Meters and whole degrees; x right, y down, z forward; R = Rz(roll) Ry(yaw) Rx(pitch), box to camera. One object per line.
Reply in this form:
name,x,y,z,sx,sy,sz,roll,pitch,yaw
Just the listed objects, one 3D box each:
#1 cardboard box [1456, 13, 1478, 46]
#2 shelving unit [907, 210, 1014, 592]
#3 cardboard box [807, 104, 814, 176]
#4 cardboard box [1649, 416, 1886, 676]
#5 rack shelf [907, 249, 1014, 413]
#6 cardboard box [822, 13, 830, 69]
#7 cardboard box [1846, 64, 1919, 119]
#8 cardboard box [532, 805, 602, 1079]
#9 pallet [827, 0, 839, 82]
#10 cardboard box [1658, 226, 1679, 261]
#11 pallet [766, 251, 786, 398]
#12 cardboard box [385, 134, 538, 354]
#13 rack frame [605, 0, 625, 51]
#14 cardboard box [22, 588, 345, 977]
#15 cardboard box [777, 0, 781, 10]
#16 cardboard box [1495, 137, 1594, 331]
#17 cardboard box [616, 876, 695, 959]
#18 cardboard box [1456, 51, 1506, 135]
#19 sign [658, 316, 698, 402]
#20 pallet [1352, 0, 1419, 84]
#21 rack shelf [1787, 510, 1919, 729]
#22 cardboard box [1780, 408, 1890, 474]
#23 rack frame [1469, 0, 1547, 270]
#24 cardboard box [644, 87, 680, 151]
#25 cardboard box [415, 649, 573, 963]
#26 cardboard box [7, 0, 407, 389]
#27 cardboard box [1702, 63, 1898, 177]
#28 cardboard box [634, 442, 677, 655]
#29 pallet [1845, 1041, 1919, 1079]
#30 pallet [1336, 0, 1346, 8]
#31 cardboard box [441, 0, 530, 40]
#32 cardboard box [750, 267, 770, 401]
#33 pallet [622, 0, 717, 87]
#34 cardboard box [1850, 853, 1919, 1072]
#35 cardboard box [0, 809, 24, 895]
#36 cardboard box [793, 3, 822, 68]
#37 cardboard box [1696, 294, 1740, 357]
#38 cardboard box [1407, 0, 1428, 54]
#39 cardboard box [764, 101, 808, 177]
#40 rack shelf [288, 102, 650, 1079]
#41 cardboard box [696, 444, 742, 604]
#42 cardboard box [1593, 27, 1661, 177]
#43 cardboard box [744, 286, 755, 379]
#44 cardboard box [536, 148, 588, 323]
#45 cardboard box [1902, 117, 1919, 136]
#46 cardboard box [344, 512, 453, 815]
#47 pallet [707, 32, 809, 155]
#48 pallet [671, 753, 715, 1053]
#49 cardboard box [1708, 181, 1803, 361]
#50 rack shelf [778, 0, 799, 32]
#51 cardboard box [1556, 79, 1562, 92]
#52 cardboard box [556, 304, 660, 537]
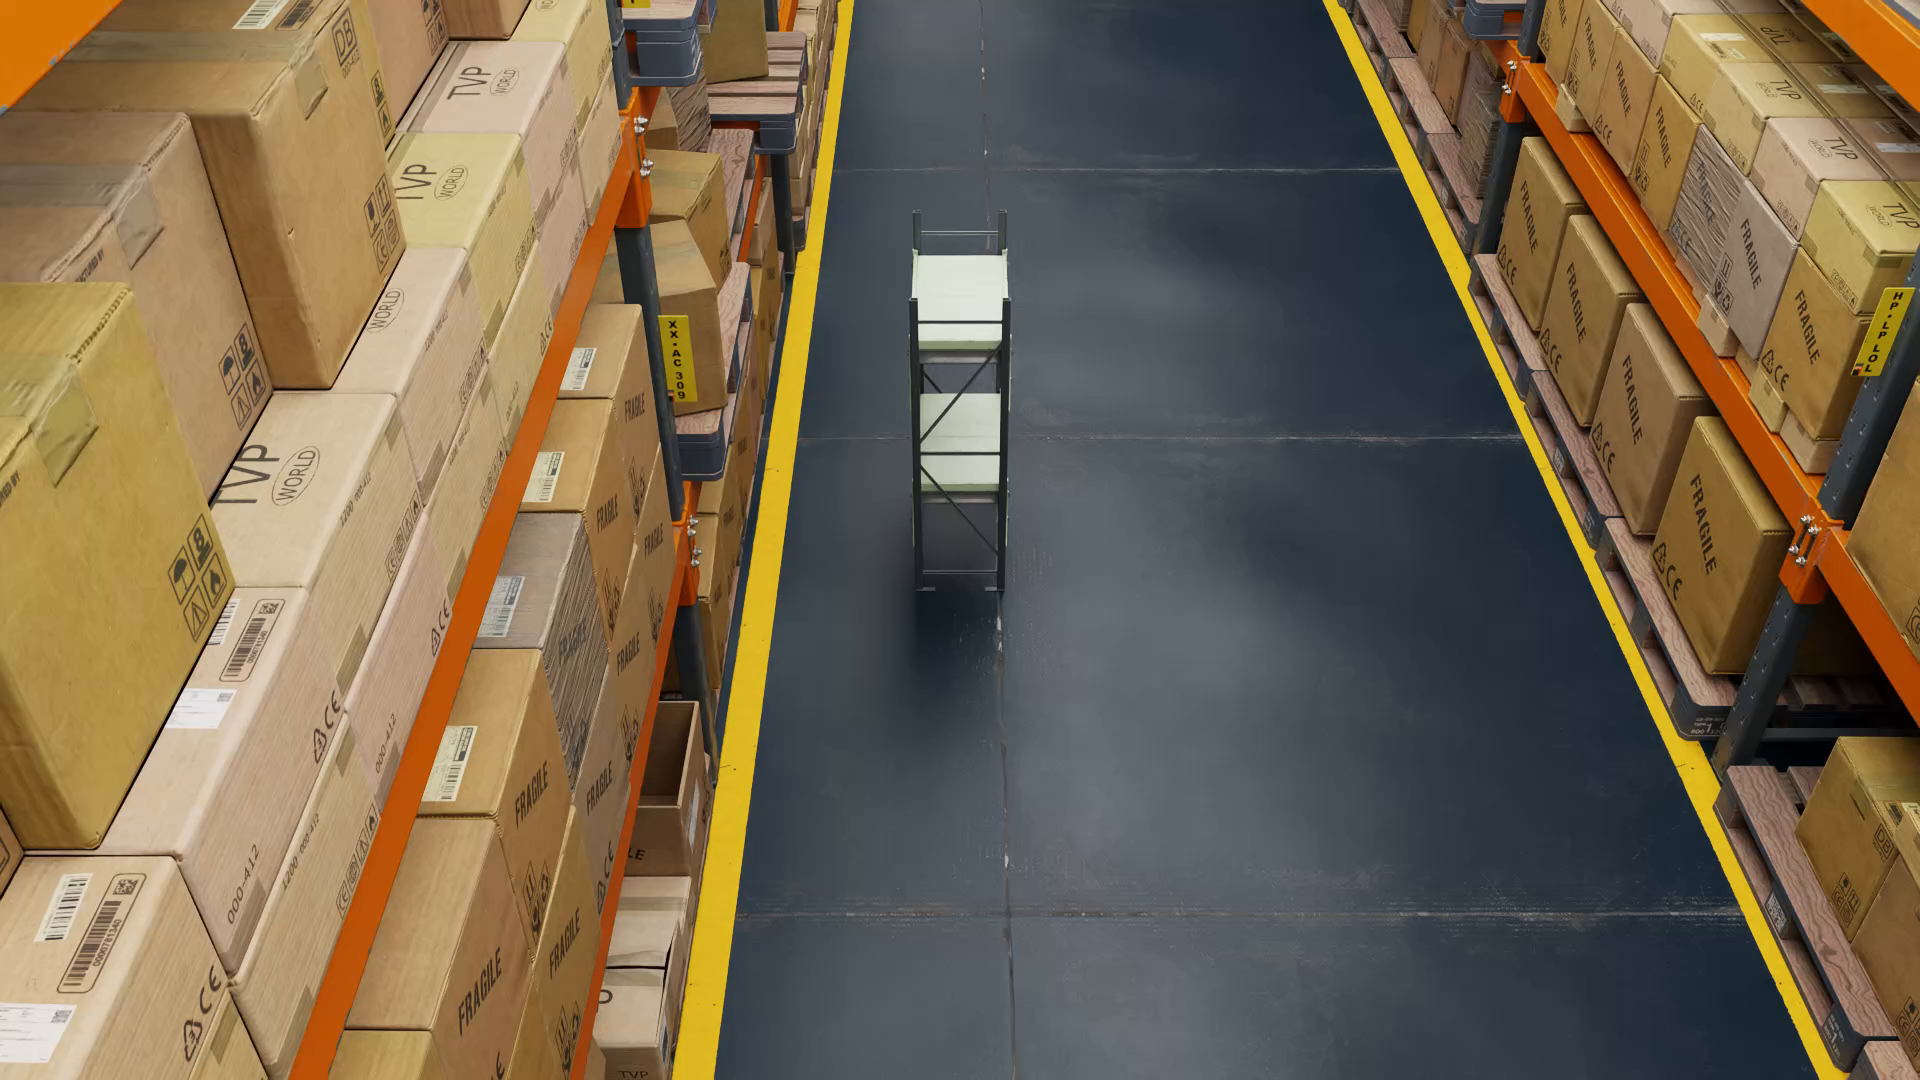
cardboard box,3.493,-3.367,10.600,0.500,0.250,0.500,0,39,0
shelving unit,0.000,-0.589,7.286,0.431,1.500,0.755,0,39,0
cardboard box,-1.172,-2.477,10.305,0.500,0.250,0.500,-1,39,-1
cardboard box,3.364,0.020,6.709,0.750,0.750,0.750,0,39,0
rack shelf,0.000,-0.894,7.042,0.431,0.370,0.720,0,39,0
cardboard box,-1.178,-3.441,11.508,0.500,0.250,0.500,1,39,1
cardboard box,3.742,-1.632,6.455,0.500,0.250,0.500,-1,39,-2
cardboard box,-1.194,0.993,4.032,0.500,0.500,0.500,0,39,1
pallet,-1.428,-3.696,12.194,1.003,0.211,1.213,0,39,0
cardboard box,3.265,-1.330,7.196,0.380,0.149,0.250,1,39,1
pallet,-1.501,-1.189,9.064,1.003,0.211,1.213,0,39,0
cardboard box,-1.191,-0.620,3.447,0.500,0.250,0.500,0,39,0
rack frame,-1.459,-2.583,3.778,1.000,3.000,0.127,0,39,0
cardboard box,-1.188,0.318,2.276,0.500,0.250,0.500,0,39,0
cardboard box,-1.271,-3.268,9.501,0.500,0.311,0.500,0,39,-1
cardboard box,3.360,-1.615,8.749,0.750,0.750,0.750,-1,39,-1
cardboard box,-1.114,1.289,5.671,0.380,0.149,0.250,0,39,0
cardboard box,3.553,-2.718,10.390,0.700,0.500,0.500,0,39,0
sign,-0.916,-0.585,5.389,0.100,0.325,0.005,0,39,0
pallet,3.488,-3.676,12.168,1.003,0.211,1.213,0,39,0
rack shelf,3.497,1.283,4.325,1.077,0.370,4.000,0,39,0
cardboard box,3.211,-0.369,5.997,0.380,0.149,0.250,0,39,0
rack frame,3.490,-2.750,8.782,1.000,3.000,0.127,0,39,0
cardboard box,-1.523,-1.550,6.870,0.700,0.500,0.500,-9,40,-11
cardboard box,-1.197,0.595,3.730,0.500,0.500,0.500,0,39,0
cardboard box,-1.402,-0.600,2.822,0.700,0.500,0.500,0,39,0
cardboard box,3.247,-1.634,6.457,0.500,0.250,0.500,1,39,1
cardboard box,-1.202,0.031,5.233,0.500,0.500,0.500,1,39,1
pallet,3.422,2.080,4.985,1.003,0.211,1.213,0,39,0
pallet,3.449,-4.583,13.300,1.003,0.211,1.213,0,39,0
cardboard box,-1.420,-1.538,3.992,0.700,0.500,0.500,0,39,0
cardboard box,-1.228,-1.032,8.286,0.500,0.500,0.500,-1,39,-2
pallet,-1.390,-1.747,5.283,1.213,0.211,1.003,0,39,0
cardboard box,3.390,1.345,5.336,0.700,0.500,0.500,0,39,-1
cardboard box,-1.471,0.338,1.651,0.700,0.500,0.500,0,39,0
cardboard box,-1.179,-3.350,10.946,0.500,0.311,0.500,0,39,-1
cardboard box,3.173,-0.854,6.602,0.380,0.149,0.250,0,39,0
cardboard box,3.554,-3.664,11.570,0.700,0.500,0.500,-1,39,-1
cardboard box,-1.171,-2.381,9.737,0.500,0.311,0.500,1,39,1
rack shelf,-1.457,0.119,3.380,1.077,0.370,4.000,0,39,0
cardboard box,-1.228,-0.075,7.092,0.500,0.500,0.500,0,39,1
cardboard box,3.225,-1.971,7.477,0.500,0.500,0.500,0,39,0
cardboard box,-1.218,-0.973,7.613,0.500,0.250,0.500,-1,39,-1
cardboard box,-1.203,-0.738,3.993,0.500,0.250,0.500,0,39,0
cardboard box,3.747,-1.319,6.063,0.500,0.250,0.500,0,39,0
cardboard box,-1.191,0.200,2.823,0.500,0.250,0.500,0,39,0
pallet,-1.393,-2.245,8.306,1.213,0.211,1.003,0,39,0
pallet,-1.459,1.275,5.990,1.003,0.211,1.213,0,39,0
cardboard box,3.232,-1.019,6.289,0.500,0.500,0.500,0,39,0
rack shelf,-1.466,-3.714,10.561,1.077,0.370,4.000,0,39,0
cardboard box,3.250,-2.296,8.401,0.380,0.149,0.250,0,39,1
cardboard box,-1.200,-0.355,4.915,0.500,0.500,0.500,0,39,0
